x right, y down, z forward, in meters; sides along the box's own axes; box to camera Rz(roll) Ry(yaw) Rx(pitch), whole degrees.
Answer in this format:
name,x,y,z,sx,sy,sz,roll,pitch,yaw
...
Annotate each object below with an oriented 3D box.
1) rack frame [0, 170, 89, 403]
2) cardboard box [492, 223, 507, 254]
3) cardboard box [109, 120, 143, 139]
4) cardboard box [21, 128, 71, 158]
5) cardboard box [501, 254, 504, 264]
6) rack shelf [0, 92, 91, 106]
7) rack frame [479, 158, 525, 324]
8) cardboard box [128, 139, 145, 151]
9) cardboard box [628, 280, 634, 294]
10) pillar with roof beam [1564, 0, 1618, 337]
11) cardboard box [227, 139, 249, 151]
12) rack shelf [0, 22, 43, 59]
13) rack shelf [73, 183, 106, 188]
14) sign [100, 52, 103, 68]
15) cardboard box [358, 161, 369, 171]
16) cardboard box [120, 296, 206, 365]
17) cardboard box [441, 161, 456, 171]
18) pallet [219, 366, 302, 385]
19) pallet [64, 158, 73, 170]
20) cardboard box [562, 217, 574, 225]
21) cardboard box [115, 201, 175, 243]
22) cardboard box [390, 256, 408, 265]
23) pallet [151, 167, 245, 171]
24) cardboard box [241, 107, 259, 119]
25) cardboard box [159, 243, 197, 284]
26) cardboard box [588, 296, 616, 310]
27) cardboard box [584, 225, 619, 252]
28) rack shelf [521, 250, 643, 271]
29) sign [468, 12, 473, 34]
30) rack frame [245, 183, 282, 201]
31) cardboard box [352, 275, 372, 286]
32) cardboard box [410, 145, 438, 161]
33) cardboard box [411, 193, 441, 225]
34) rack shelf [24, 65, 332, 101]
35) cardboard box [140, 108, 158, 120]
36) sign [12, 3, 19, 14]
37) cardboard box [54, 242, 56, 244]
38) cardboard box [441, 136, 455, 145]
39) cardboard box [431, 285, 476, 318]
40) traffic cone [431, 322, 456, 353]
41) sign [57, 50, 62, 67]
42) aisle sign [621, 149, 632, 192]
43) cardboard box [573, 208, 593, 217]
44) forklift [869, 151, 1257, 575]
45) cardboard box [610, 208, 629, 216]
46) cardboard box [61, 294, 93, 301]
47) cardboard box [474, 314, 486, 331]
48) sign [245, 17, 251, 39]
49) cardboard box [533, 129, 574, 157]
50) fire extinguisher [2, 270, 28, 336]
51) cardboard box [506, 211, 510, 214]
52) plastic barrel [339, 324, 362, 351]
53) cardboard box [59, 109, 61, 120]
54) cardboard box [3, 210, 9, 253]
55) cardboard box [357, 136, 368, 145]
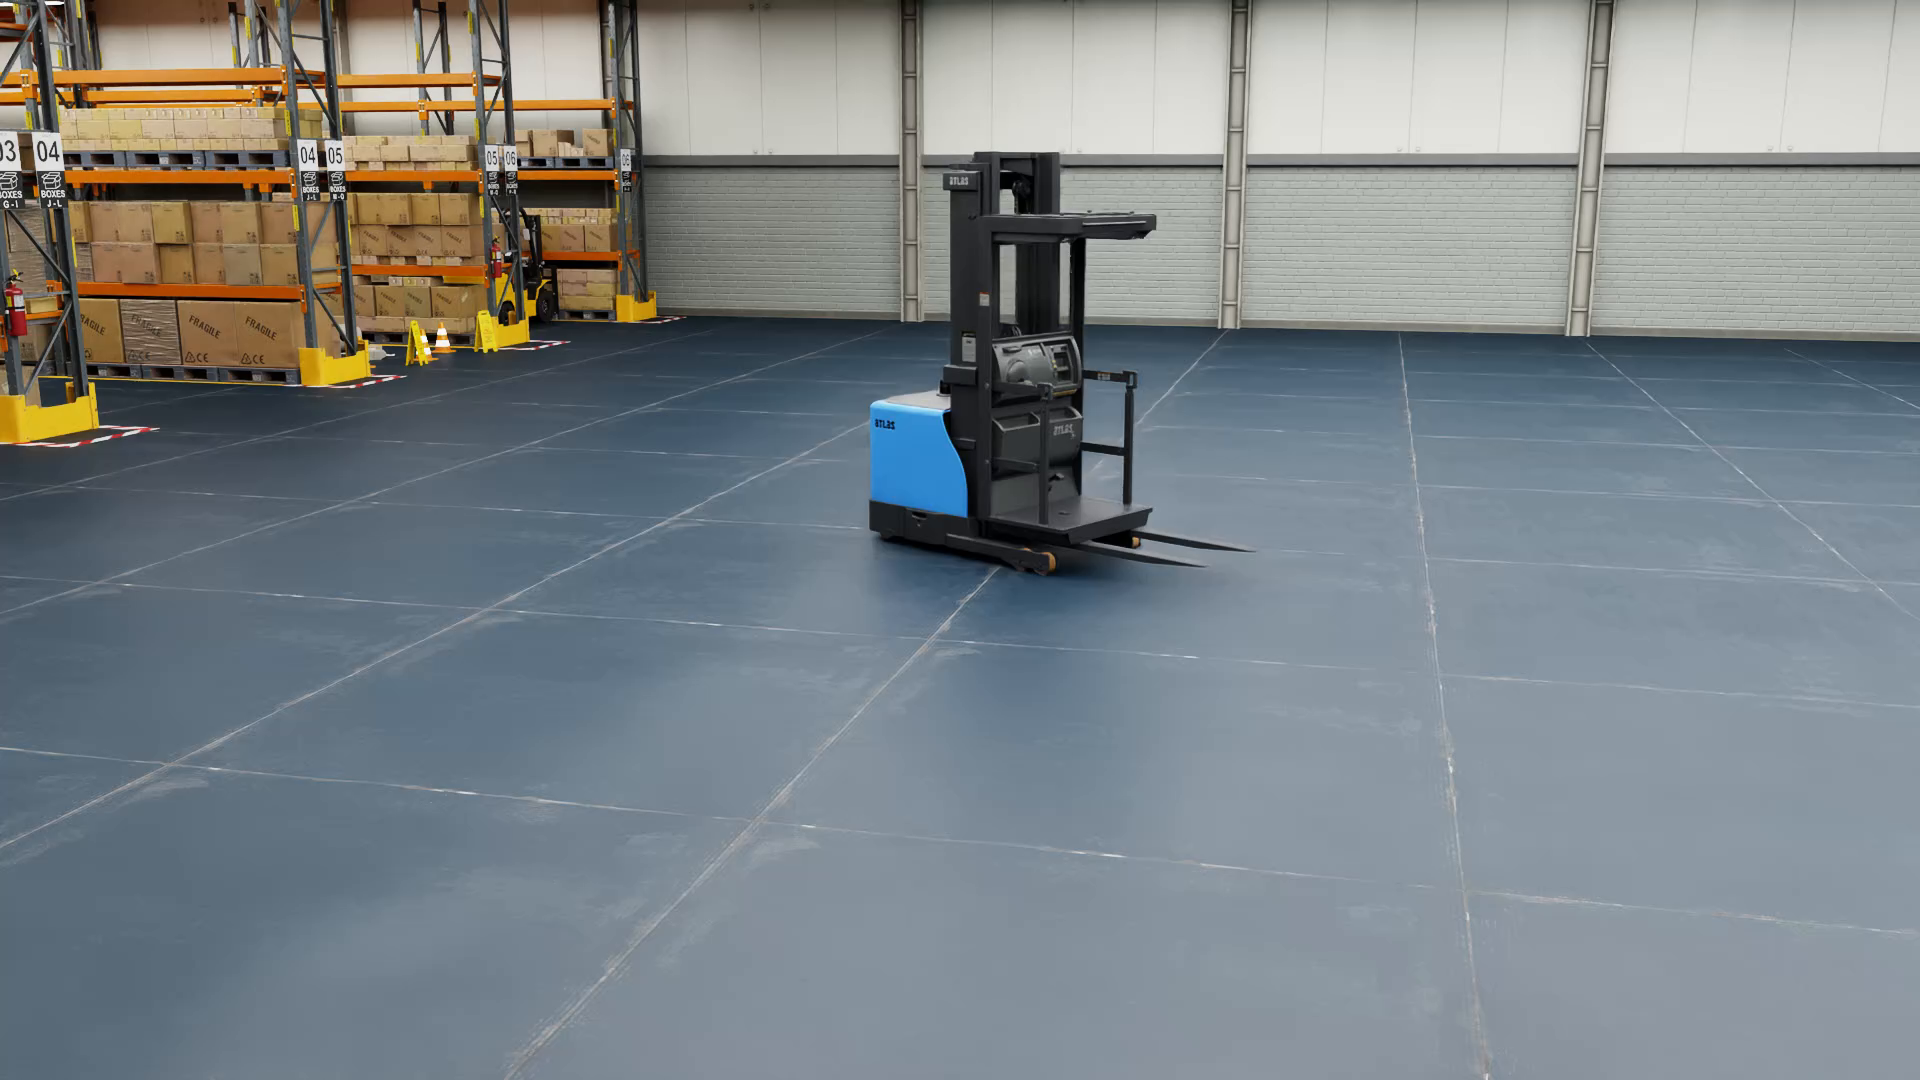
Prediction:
name,x,y,z,sx,sy,sz,roll,pitch,yaw
rack frame,-9.829,-2.608,17.738,0.127,3.000,1.000,3,13,14
cardboard box,-7.848,-4.969,27.462,0.500,0.500,0.500,3,13,13
cardboard box,-11.038,-5.508,22.341,0.500,0.250,0.500,3,13,13
cardboard box,-15.624,-6.815,28.566,0.637,0.503,0.797,2,13,10
cardboard box,-7.735,-4.631,27.434,0.250,0.149,0.380,3,13,14
rack shelf,-17.163,-7.593,28.942,4.000,0.370,1.077,3,13,14
rack frame,-7.455,-4.692,27.131,0.127,3.000,1.000,3,13,14
cardboard box,-10.917,-5.293,22.294,0.250,0.149,0.380,3,13,14
cardboard box,-6.676,-4.911,32.342,0.500,0.250,0.500,3,13,15
pillar with roof beam,9.715,-7.051,23.914,0.400,9.000,9.100,3,13,14
cardboard box,-9.440,-5.214,21.938,0.250,0.149,0.380,3,13,14
rack shelf,-11.771,-5.288,17.635,4.000,0.370,1.077,3,13,14
rack shelf,-19.861,-7.576,34.865,4.000,0.370,1.077,3,13,14
sign,-17.792,-9.938,34.403,0.005,0.325,0.100,3,13,14
cardboard box,-9.595,-6.093,27.102,0.250,0.149,0.380,3,13,14
cardboard box,-10.956,-2.928,23.116,0.875,0.875,0.875,3,13,14
cardboard box,-8.117,-6.000,26.679,0.250,0.149,0.380,3,13,14
pallet,-9.337,-2.310,22.831,1.213,0.211,1.003,3,13,14
pallet,-15.859,-6.502,28.799,1.003,0.211,1.213,4,13,16
cardboard box,-7.403,-6.109,31.791,0.250,0.149,0.380,3,13,13
cardboard box,-11.023,-4.367,22.825,0.550,0.550,0.875,3,13,14
cardboard box,-9.127,-4.596,27.276,0.250,0.149,0.380,3,13,13
pallet,-12.920,-6.380,28.248,1.003,0.211,1.213,3,13,14
cardboard box,-9.193,-5.590,21.793,0.250,0.149,0.380,3,13,14
cardboard box,-10.491,-3.827,22.886,0.500,0.550,0.875,3,13,14
cardboard box,-6.801,-4.557,31.900,0.500,0.250,0.500,3,13,14
cardboard box,-6.810,-5.755,31.692,0.500,0.500,0.500,3,13,12
rack shelf,-8.211,-5.489,32.383,4.000,0.370,1.077,3,13,14
sign,-7.607,-8.039,25.842,0.005,0.325,0.100,3,13,14
rack frame,-14.036,-6.151,33.708,0.127,3.000,1.000,3,13,14
cardboard box,-9.961,-4.299,27.509,0.250,0.149,0.380,4,13,17
cardboard box,-8.501,-6.228,26.786,0.500,0.250,0.500,3,13,13
cardboard box,-8.492,-5.383,27.018,0.500,0.500,0.700,3,13,14
rack shelf,-10.484,-6.132,22.355,4.000,0.370,1.077,3,13,14
cardboard box,-10.677,-5.669,22.148,0.250,0.149,0.380,3,13,13
sign,-12.544,-7.162,22.075,0.005,0.325,0.100,3,13,14
cardboard box,-12.909,-4.415,23.343,0.500,0.500,0.700,3,13,13
cardboard box,-8.095,-6.400,26.643,0.250,0.149,0.380,3,13,15
cardboard box,-8.295,-3.908,27.243,0.500,0.500,0.500,3,13,14
traffic cone,-8.181,-3.205,26.284,0.334,0.463,0.336,3,13,14
sign,-18.067,-9.669,33.374,0.005,0.325,0.100,3,13,14
aisle sign,-6.275,-6.940,31.262,0.004,0.787,0.394,3,13,14
cardboard box,-7.175,-6.235,31.672,0.250,0.149,0.380,3,13,15
forklift,0.726,-1.310,12.045,3.031,2.935,1.130,11,17,41
cardboard box,-6.544,-6.309,32.005,0.250,0.149,0.380,3,13,12
cardboard box,-15.872,-4.328,29.428,0.875,0.875,0.875,3,13,13
cardboard box,-8.171,-3.655,27.835,0.500,0.250,0.500,3,13,13
sign,-11.465,-8.245,26.772,0.005,0.325,0.100,3,13,14
cardboard box,-7.727,-7.549,31.652,0.500,0.500,0.700,3,13,14
fire extinguisher,-9.828,-2.468,17.283,0.183,0.674,0.296,3,13,14
cardboard box,-8.644,-6.325,32.077,0.250,0.149,0.380,3,13,13
plastic barrel,-9.823,-3.223,26.459,0.512,0.421,0.421,-9,15,-35
cardboard box,-12.154,-5.748,22.504,0.250,0.149,0.380,3,13,14
cardboard box,-10.422,-3.267,17.482,0.500,0.500,0.500,3,13,14
cardboard box,-9.581,-6.482,27.015,0.250,0.149,0.380,3,13,15
